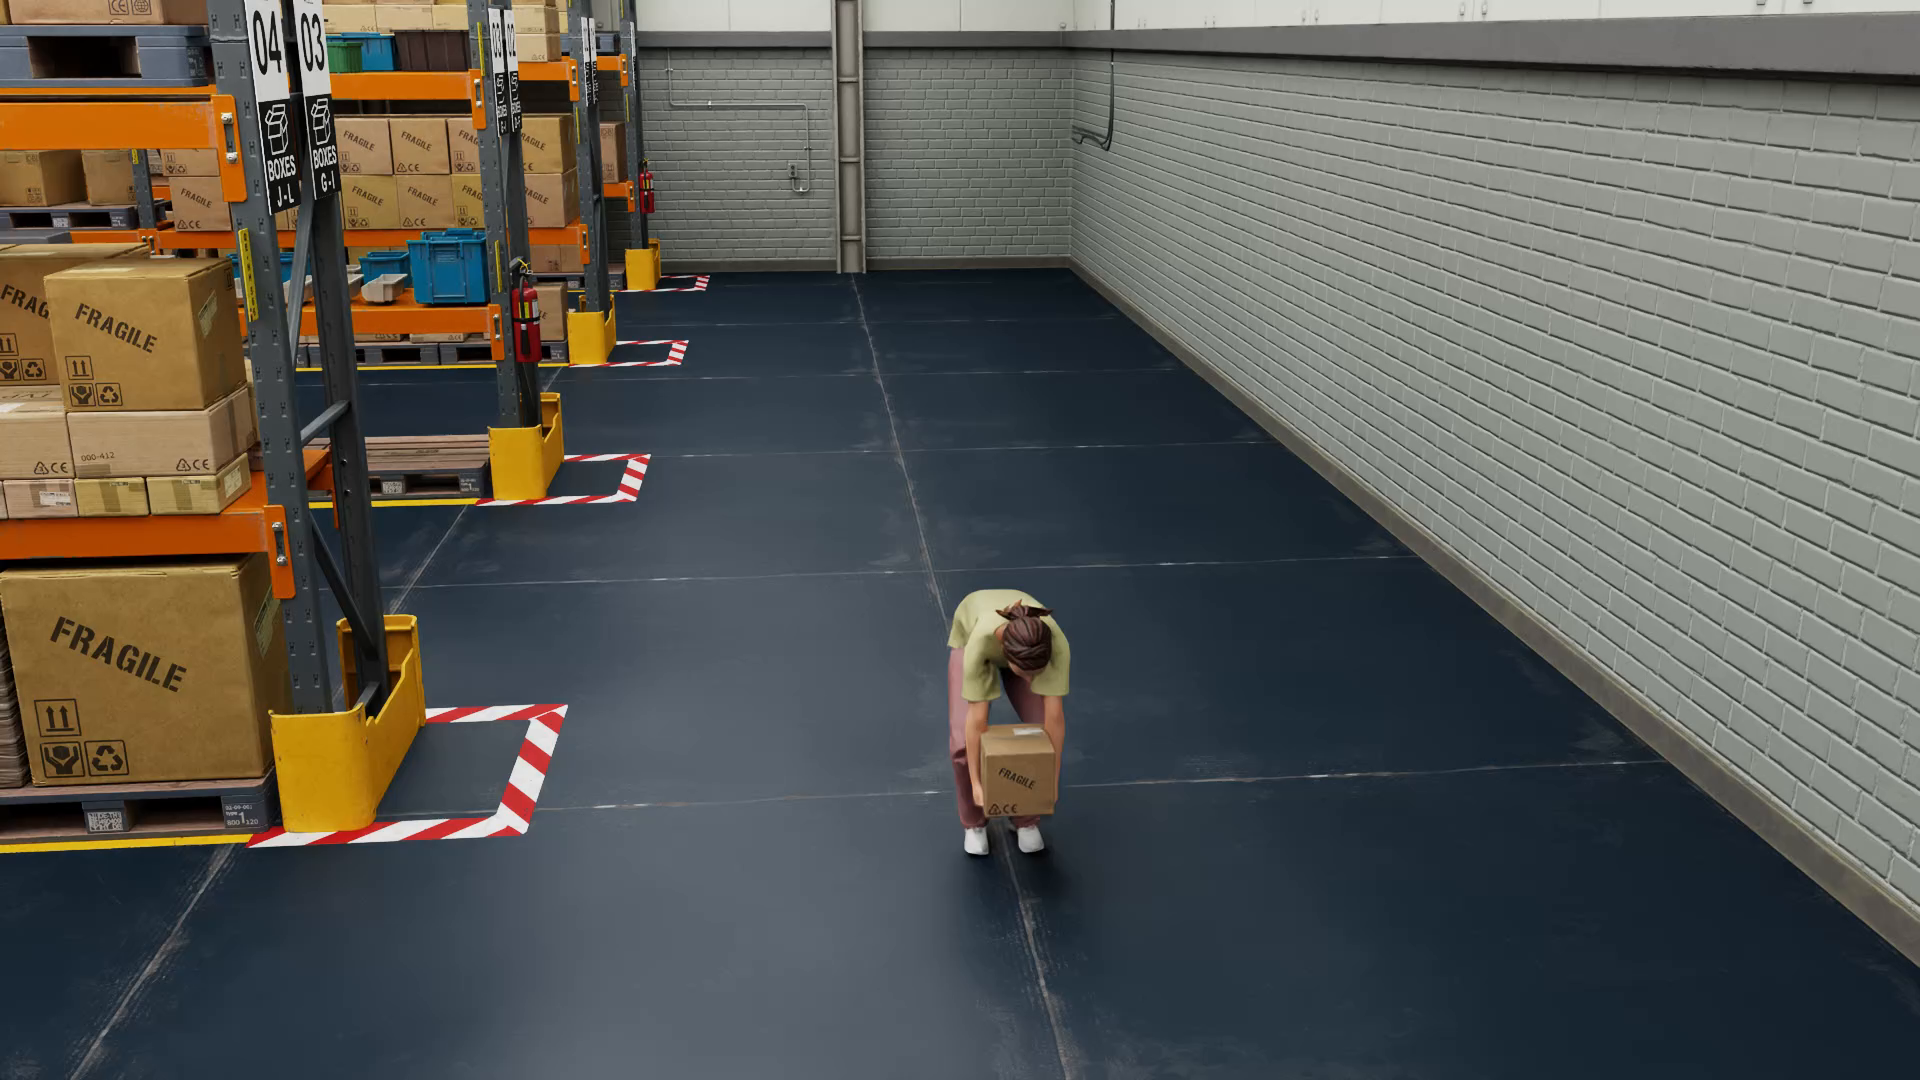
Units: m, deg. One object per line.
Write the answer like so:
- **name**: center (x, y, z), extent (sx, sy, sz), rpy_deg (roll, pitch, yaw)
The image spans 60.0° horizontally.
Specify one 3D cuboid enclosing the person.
- **person**: center (0.182, 0.689, 6.251), extent (0.436, 1.106, 0.859), rpy_deg (-2, 17, -8)
